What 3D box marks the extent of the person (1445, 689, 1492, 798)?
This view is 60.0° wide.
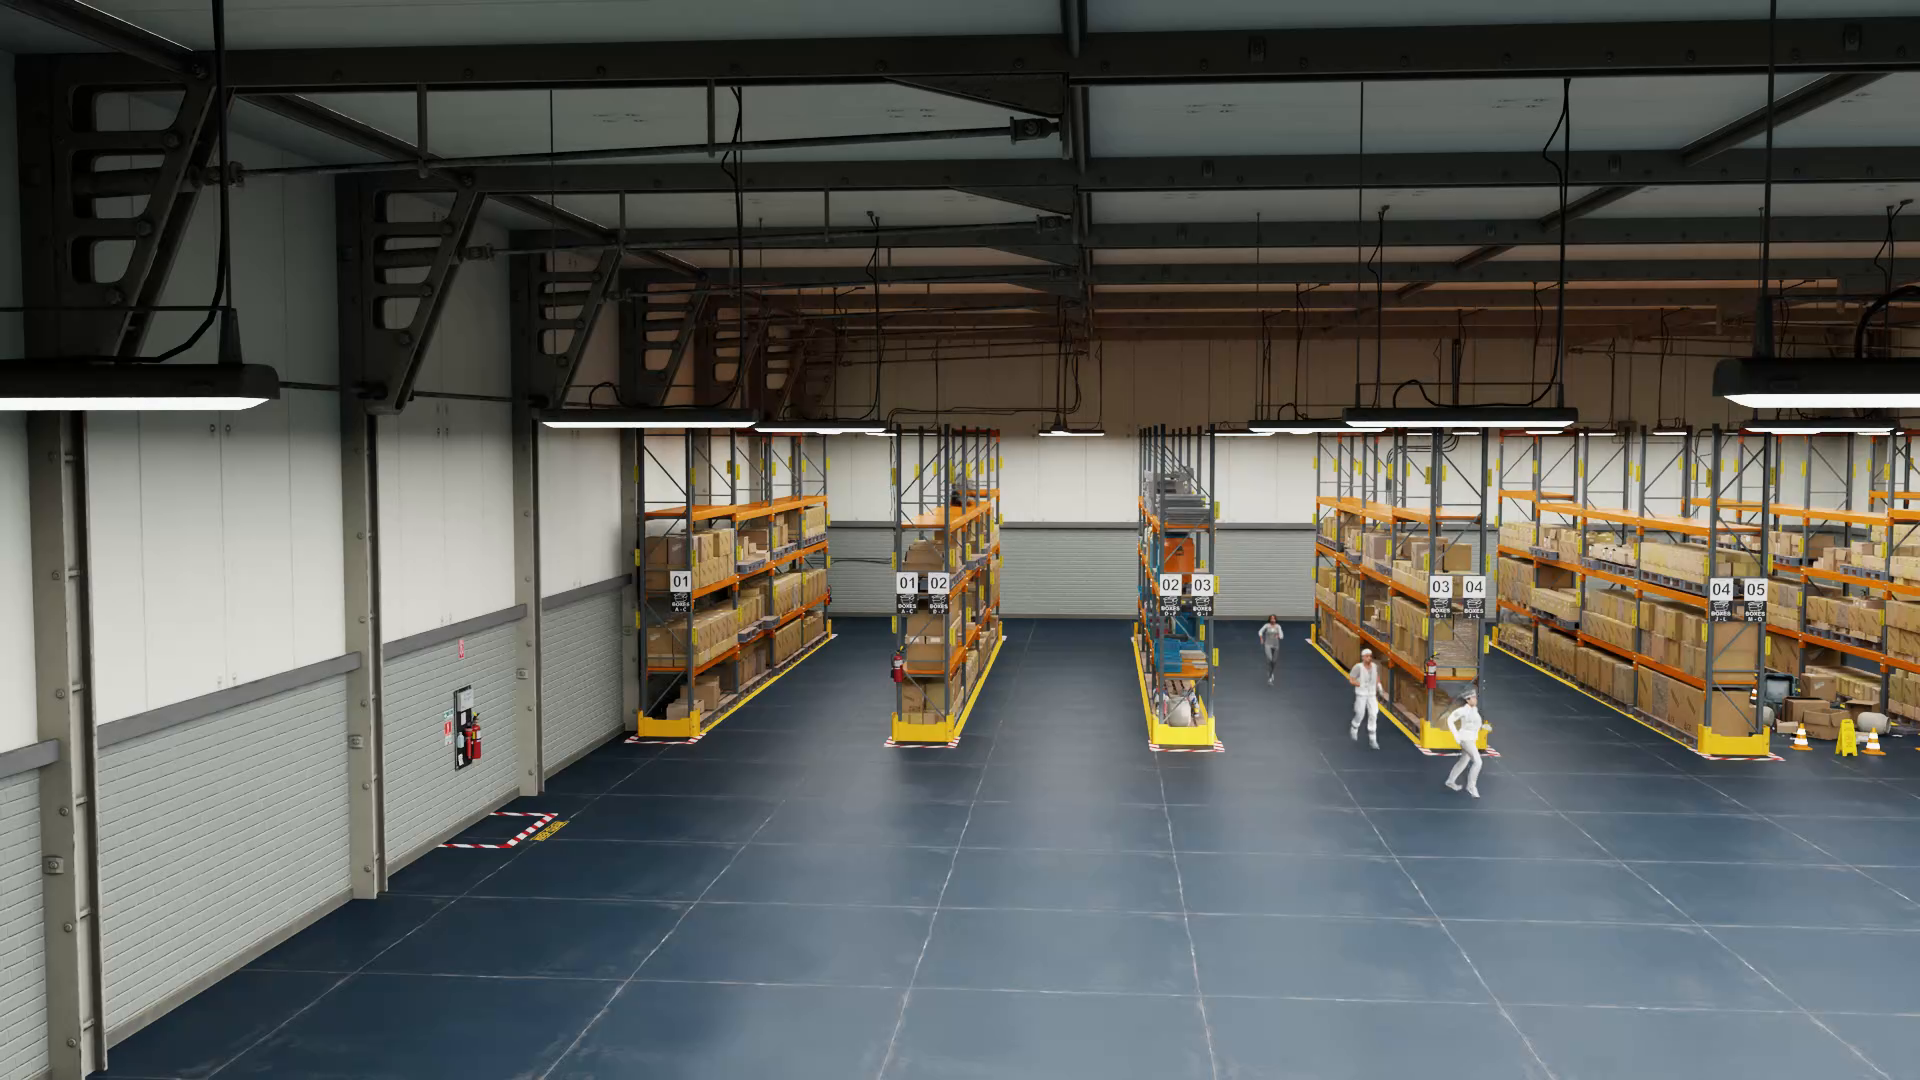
[{"bbox_3d":[8.175,3.263,26.753,0.728,1.751,0.598,3,4,37],"label":"person"}]

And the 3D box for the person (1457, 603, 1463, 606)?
[{"bbox_3d":[13.561,2.129,45.521,0.699,1.652,0.584,1,4,15],"label":"person"}]

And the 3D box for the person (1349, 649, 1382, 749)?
[{"bbox_3d":[7.577,2.929,31.068,0.682,1.823,0.861,-1,4,-10],"label":"person"}]

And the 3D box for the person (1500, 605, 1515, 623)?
[{"bbox_3d":[15.562,1.995,47.236,0.538,1.739,0.707,0,3,-3],"label":"person"}]

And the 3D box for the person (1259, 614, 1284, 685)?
[{"bbox_3d":[7.302,2.546,38.967,0.510,1.642,0.728,0,3,-3],"label":"person"}]
